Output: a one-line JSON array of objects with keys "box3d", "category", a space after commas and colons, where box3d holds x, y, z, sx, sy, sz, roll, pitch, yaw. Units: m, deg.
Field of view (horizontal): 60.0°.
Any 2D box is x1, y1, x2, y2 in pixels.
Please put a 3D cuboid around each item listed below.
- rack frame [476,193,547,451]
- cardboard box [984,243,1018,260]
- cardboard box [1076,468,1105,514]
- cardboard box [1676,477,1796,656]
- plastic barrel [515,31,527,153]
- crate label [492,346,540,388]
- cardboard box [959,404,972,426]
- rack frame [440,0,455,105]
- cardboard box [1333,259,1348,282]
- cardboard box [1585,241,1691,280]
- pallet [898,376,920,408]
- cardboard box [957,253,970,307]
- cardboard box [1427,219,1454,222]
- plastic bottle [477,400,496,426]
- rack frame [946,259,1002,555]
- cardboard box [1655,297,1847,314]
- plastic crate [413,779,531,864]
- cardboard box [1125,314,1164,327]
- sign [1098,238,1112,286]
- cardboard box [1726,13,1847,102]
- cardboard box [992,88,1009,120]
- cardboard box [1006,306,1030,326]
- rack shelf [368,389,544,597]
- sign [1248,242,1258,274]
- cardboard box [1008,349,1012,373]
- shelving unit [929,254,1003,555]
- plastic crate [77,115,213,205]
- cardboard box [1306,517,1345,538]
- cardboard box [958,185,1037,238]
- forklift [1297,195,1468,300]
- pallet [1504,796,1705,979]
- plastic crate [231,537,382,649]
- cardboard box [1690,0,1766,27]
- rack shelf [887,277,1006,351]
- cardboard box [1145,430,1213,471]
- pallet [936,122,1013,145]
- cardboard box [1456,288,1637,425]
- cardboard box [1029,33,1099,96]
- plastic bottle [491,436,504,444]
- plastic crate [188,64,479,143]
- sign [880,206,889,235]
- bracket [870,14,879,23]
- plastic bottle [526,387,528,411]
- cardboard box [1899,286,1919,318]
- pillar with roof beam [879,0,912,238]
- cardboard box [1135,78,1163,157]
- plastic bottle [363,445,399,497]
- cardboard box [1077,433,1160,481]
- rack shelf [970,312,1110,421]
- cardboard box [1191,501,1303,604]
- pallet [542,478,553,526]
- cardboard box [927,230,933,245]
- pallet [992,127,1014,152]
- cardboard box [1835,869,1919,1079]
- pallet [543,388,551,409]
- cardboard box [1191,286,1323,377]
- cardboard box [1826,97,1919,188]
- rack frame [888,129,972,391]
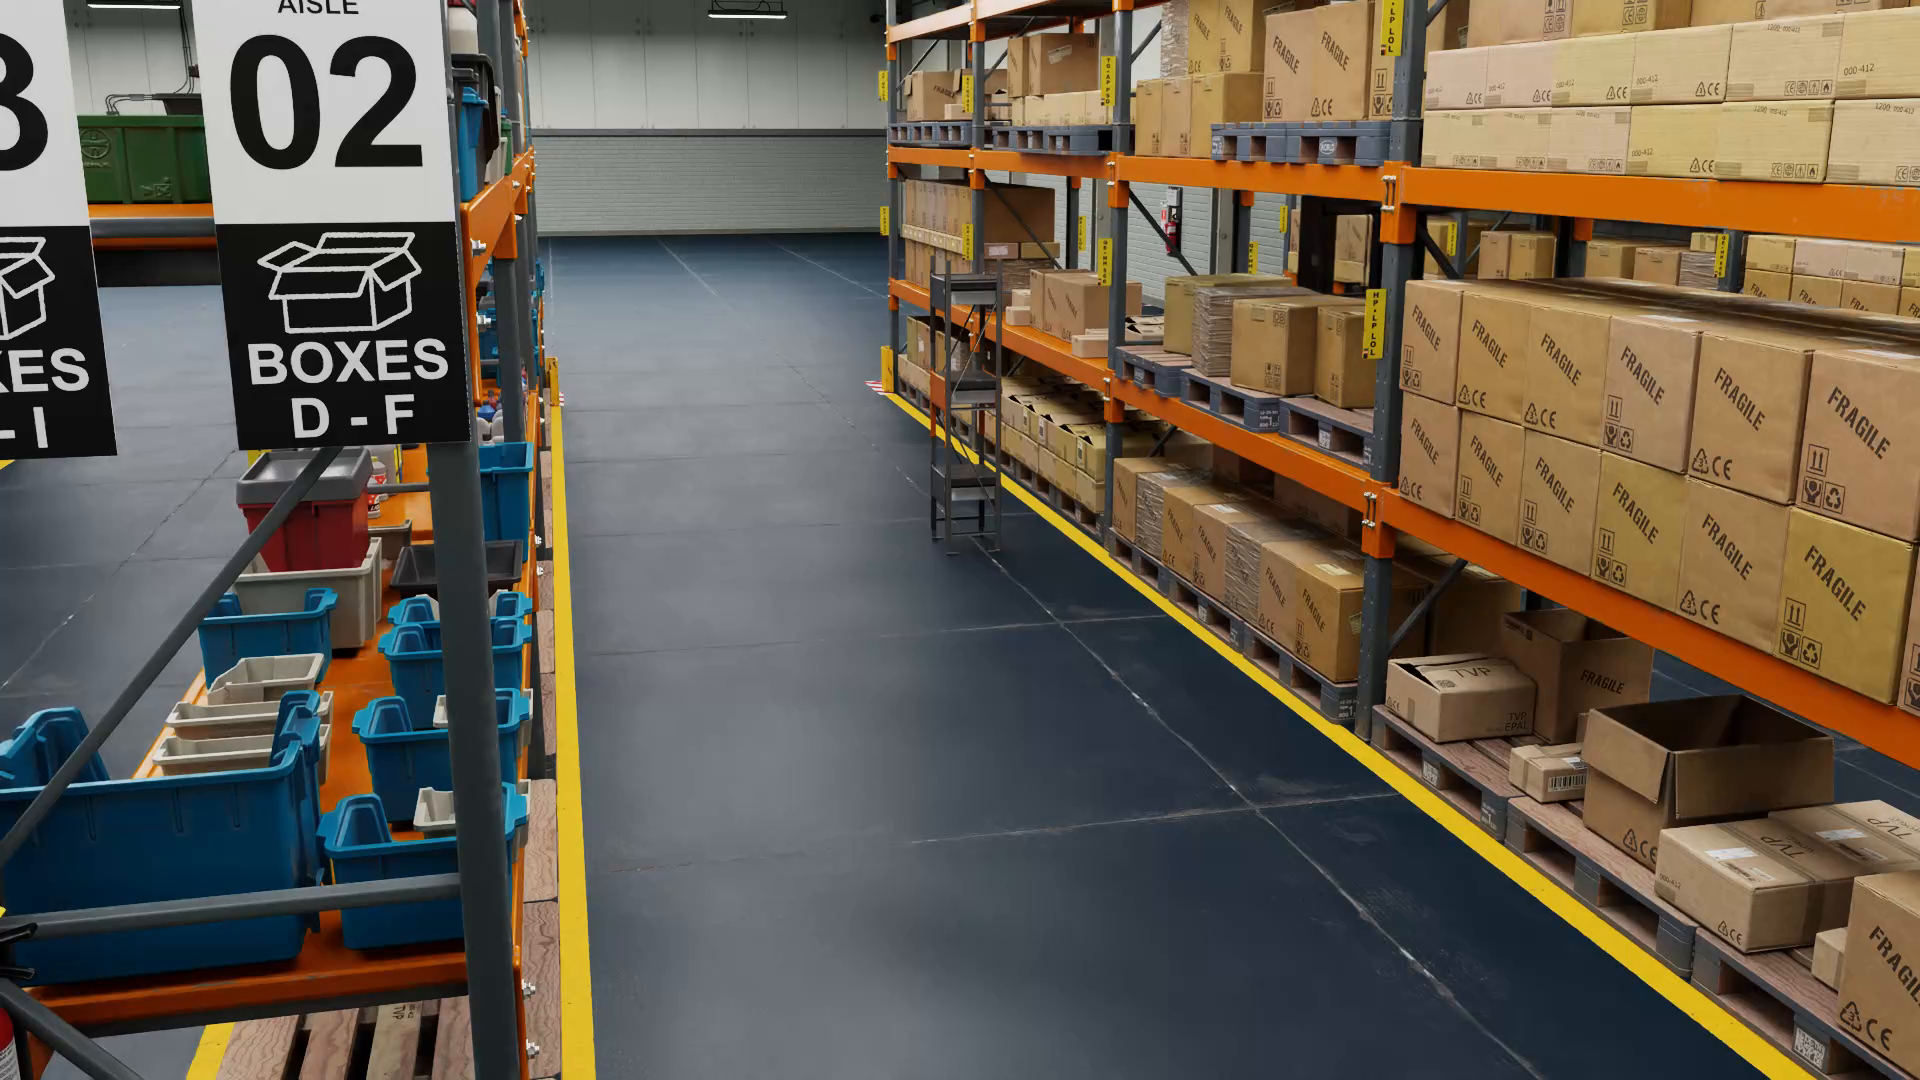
[{"box3d": [-4.204, -2.056, 14.524, 1.000, 3.000, 0.127, -3, 14, -13], "category": "rack frame"}, {"box3d": [0.339, -2.746, 15.770, 0.380, 0.149, 0.250, -3, 14, -13], "category": "cardboard box"}, {"box3d": [1.190, -0.385, 12.591, 0.500, 0.250, 0.500, -3, 14, -12], "category": "cardboard box"}, {"box3d": [2.823, 0.065, 5.630, 0.500, 0.500, 0.500, -3, 14, -13], "category": "cardboard box"}, {"box3d": [-3.567, -3.350, 12.443, 0.600, 0.901, 0.708, -3, 14, -13], "category": "plastic barrel"}, {"box3d": [-3.000, -1.170, 11.250, 0.303, 0.233, 0.416, -3, 14, -13], "category": "crate label"}, {"box3d": [0.290, -1.295, 16.315, 0.500, 0.250, 0.500, -3, 14, -13], "category": "cardboard box"}, {"box3d": [-1.386, -2.202, 2.481, 1.000, 3.000, 0.127, -3, 14, -13], "category": "rack frame"}, {"box3d": [4.542, -3.101, 19.074, 0.500, 0.250, 0.500, -4, 14, -14], "category": "cardboard box"}, {"box3d": [5.931, -2.342, 14.556, 0.700, 0.500, 0.500, -3, 14, -13], "category": "cardboard box"}, {"box3d": [-0.108, -1.726, 19.046, 1.003, 0.211, 1.213, -3, 14, -13], "category": "pallet"}, {"box3d": [0.371, -2.604, 16.553, 0.700, 0.500, 0.500, -3, 14, -14], "category": "cardboard box"}, {"box3d": [4.891, -3.116, 17.557, 0.500, 0.500, 0.500, -3, 14, -14], "category": "cardboard box"}, {"box3d": [-2.522, -0.609, 8.869, 0.097, 0.271, 0.097, 0, 14, 0], "category": "plastic bottle"}, {"box3d": [0.096, -0.926, 11.791, 0.400, 2.100, 0.015, -3, 14, -13], "category": "rack frame"}, {"box3d": [3.102, -0.684, 6.589, 0.500, 0.500, 0.500, -3, 14, -13], "category": "cardboard box"}, {"box3d": [-1.119, 0.657, 3.847, 0.250, 0.136, 0.298, -3, 14, -13], "category": "plastic crate"}, {"box3d": [1.529, -1.583, 12.773, 0.500, 0.311, 0.500, -3, 14, -14], "category": "cardboard box"}, {"box3d": [1.012, -1.940, 11.607, 0.100, 0.325, 0.005, -3, 14, -13], "category": "sign"}, {"box3d": [2.830, -1.526, 5.294, 0.500, 0.250, 0.500, -3, 14, -13], "category": "cardboard box"}, {"box3d": [0.622, -4.273, 16.285, 0.500, 0.311, 0.500, -4, 14, -16], "category": "cardboard box"}, {"box3d": [0.621, -1.994, 14.797, 0.380, 0.149, 0.250, -3, 14, -13], "category": "cardboard box"}, {"box3d": [-2.795, -0.323, 8.944, 1.077, 0.370, 4.000, -3, 14, -13], "category": "rack shelf"}, {"box3d": [2.076, -1.965, 11.878, 0.100, 0.325, 0.005, -3, 14, -13], "category": "sign"}, {"box3d": [0.682, -1.804, 16.818, 0.500, 0.500, 0.500, -3, 14, -13], "category": "cardboard box"}, {"box3d": [0.039, -0.982, 12.022, 0.431, 2.100, 0.503, -3, 14, -13], "category": "shelving unit"}, {"box3d": [-1.895, -0.854, 3.728, 0.450, 0.188, 0.336, -3, 14, -13], "category": "plastic crate"}, {"box3d": [2.367, 0.151, 9.828, 0.500, 0.500, 0.500, -3, 14, -13], "category": "cardboard box"}, {"box3d": [0.381, -3.229, 16.379, 0.700, 0.500, 0.500, -3, 14, -13], "category": "cardboard box"}, {"box3d": [3.591, -1.916, 14.093, 1.130, 2.935, 3.031, -5, 15, -21], "category": "forklift"}, {"box3d": [2.940, 1.309, 6.625, 1.003, 0.211, 1.213, -3, 14, -13], "category": "pallet"}, {"box3d": [-2.146, 0.180, 5.493, 0.437, 0.282, 0.530, -3, 14, -13], "category": "plastic crate"}, {"box3d": [3.010, -2.022, 5.747, 0.700, 0.500, 0.500, -3, 14, -13], "category": "cardboard box"}, {"box3d": [0.141, -2.444, 17.625, 1.077, 0.370, 4.000, -3, 14, -13], "category": "rack shelf"}, {"box3d": [1.713, -0.687, 12.645, 0.500, 0.311, 0.500, -3, 14, -11], "category": "cardboard box"}, {"box3d": [0.386, -3.941, 16.105, 1.003, 0.211, 1.213, -3, 14, -13], "category": "pallet"}, {"box3d": [2.449, -0.777, 6.970, 0.500, 0.500, 0.500, -4, 14, -15], "category": "cardboard box"}, {"box3d": [0.874, -4.010, 14.050, 0.500, 0.500, 0.500, -2, 14, -8], "category": "cardboard box"}, {"box3d": [-2.150, -0.363, 7.854, 0.152, 0.276, 0.135, -3, 14, -13], "category": "plastic bottle"}, {"box3d": [-1.206, -0.786, 3.280, 0.497, 0.269, 0.590, -3, 14, -13], "category": "plastic crate"}, {"box3d": [-0.869, -3.684, 19.195, 0.100, 0.325, 0.005, -3, 14, -13], "category": "sign"}, {"box3d": [-2.554, -15.625, 49.835, 0.235, 0.232, 0.430, -3, 14, -13], "category": "bracket"}, {"box3d": [-2.669, -0.864, 10.063, 0.097, 0.201, 0.097, 0, 14, 0], "category": "plastic bottle"}, {"box3d": [6.589, -1.407, 10.985, 0.500, 0.500, 0.500, -3, 14, -12], "category": "cardboard box"}, {"box3d": [-5.739, -13.013, 46.731, 9.100, 9.000, 0.548, -3, 14, -13], "category": "pillar with roof beam"}, {"box3d": [1.686, -2.816, 11.102, 0.910, 0.500, 0.500, -3, 14, -13], "category": "cardboard box"}, {"box3d": [-2.719, -0.389, 7.802, 0.144, 0.351, 0.185, -3, 14, -13], "category": "plastic bottle"}, {"box3d": [1.188, -0.657, 12.522, 0.500, 0.311, 0.500, -3, 14, -12], "category": "cardboard box"}, {"box3d": [1.081, -1.521, 13.848, 1.077, 0.370, 4.000, -3, 14, -13], "category": "rack shelf"}, {"box3d": [1.749, 0.069, 10.164, 0.500, 0.500, 0.500, -4, 14, -15], "category": "cardboard box"}, {"box3d": [-3.692, -0.241, 12.968, 1.003, 0.211, 1.213, -3, 14, -13], "category": "pallet"}, {"box3d": [-0.141, -3.219, 17.704, 0.380, 0.149, 0.250, -3, 14, -14], "category": "cardboard box"}, {"box3d": [0.831, -3.493, 14.488, 0.805, 0.209, 1.217, -4, 14, -15], "category": "pallet"}, {"box3d": [3.062, 1.325, 5.021, 0.500, 0.500, 0.500, -3, 14, -13], "category": "cardboard box"}, {"box3d": [-4.895, -1.422, 17.803, 1.003, 0.211, 1.213, -3, 14, -13], "category": "pallet"}, {"box3d": [1.837, -1.301, 10.336, 0.700, 0.500, 0.500, -1, 14, -3], "category": "cardboard box"}, {"box3d": [2.946, -1.167, 4.881, 0.500, 0.250, 0.500, -3, 14, -13], "category": "cardboard box"}, {"box3d": [-0.328, -3.254, 19.428, 1.000, 3.000, 0.127, -3, 14, -13], "category": "rack frame"}]
